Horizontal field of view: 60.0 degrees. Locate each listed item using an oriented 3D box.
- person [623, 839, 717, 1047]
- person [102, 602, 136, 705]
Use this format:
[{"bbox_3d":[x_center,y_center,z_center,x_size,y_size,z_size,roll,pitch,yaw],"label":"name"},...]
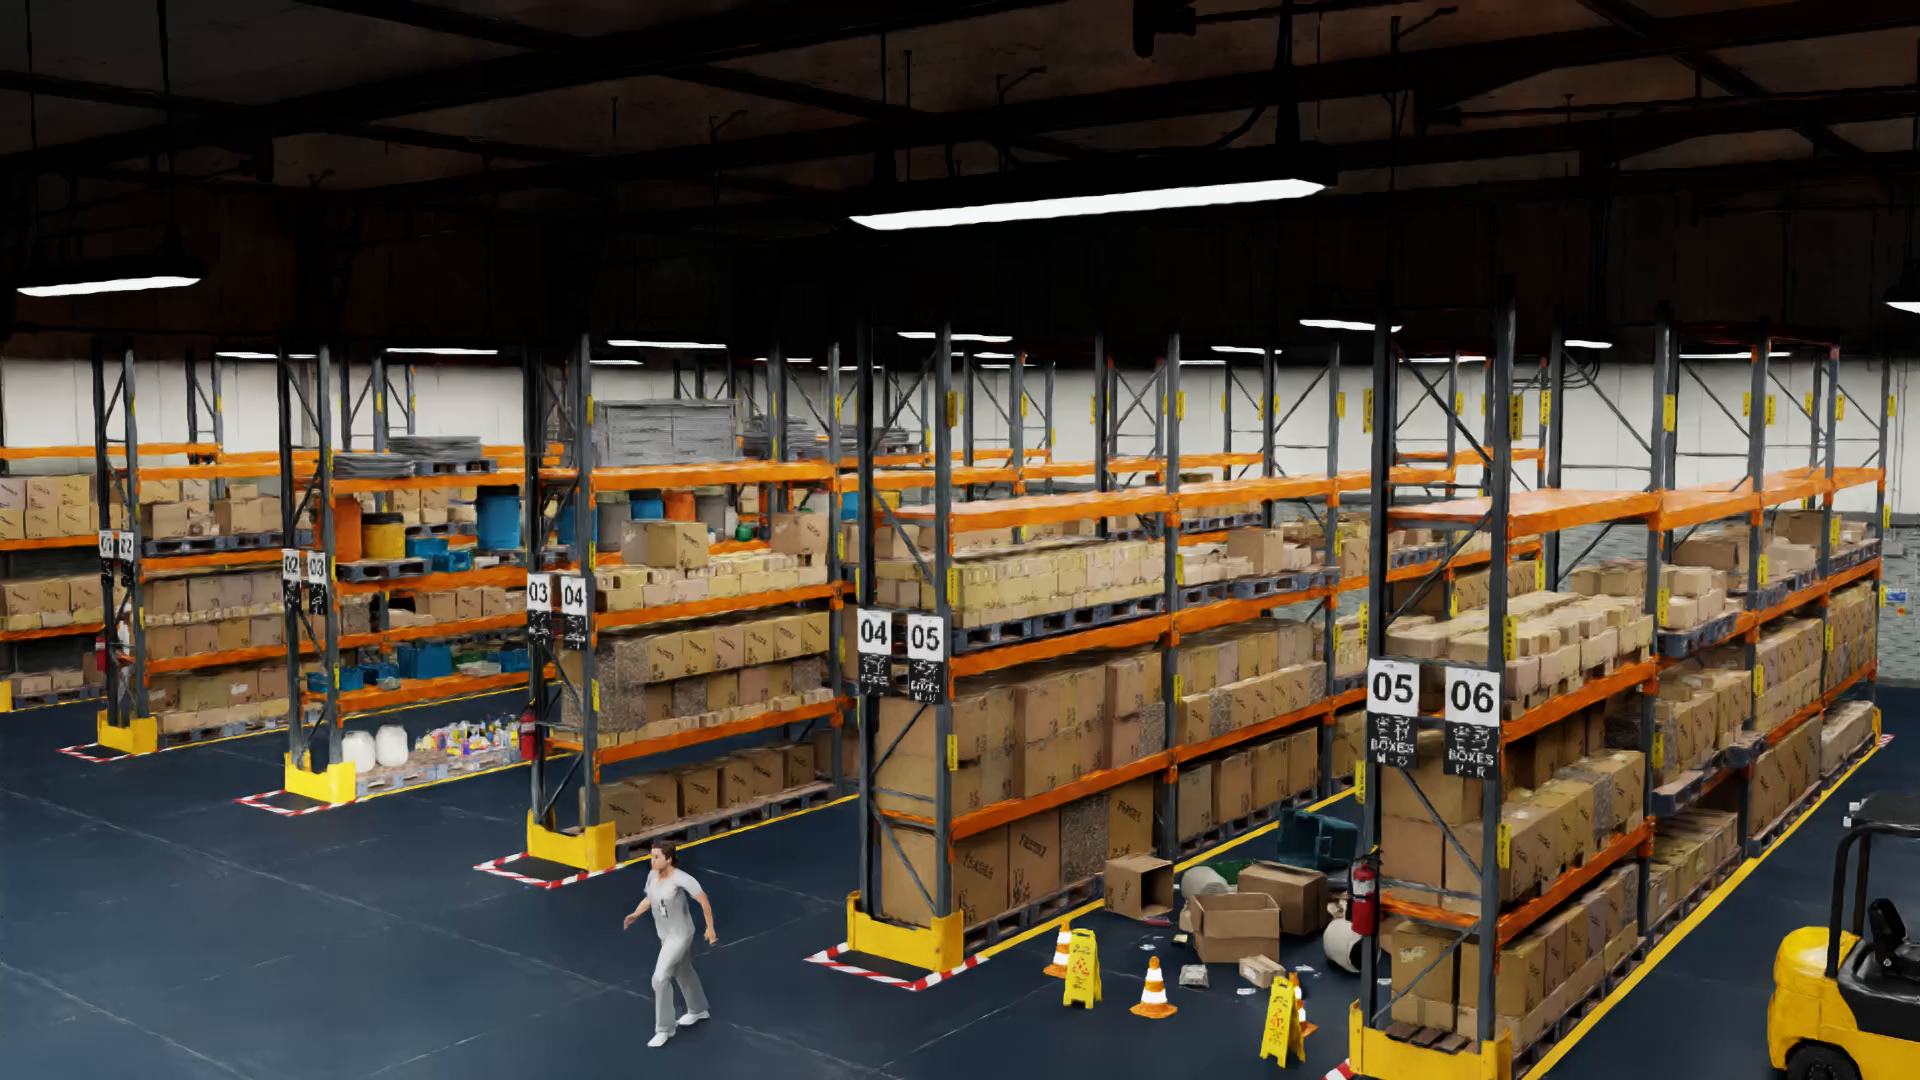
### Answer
[{"bbox_3d":[-2.314,3.194,13.442,0.595,1.606,0.796,5,7,43],"label":"person"},{"bbox_3d":[-13.939,1.882,27.929,0.577,1.690,1.121,4,6,39],"label":"person"}]
